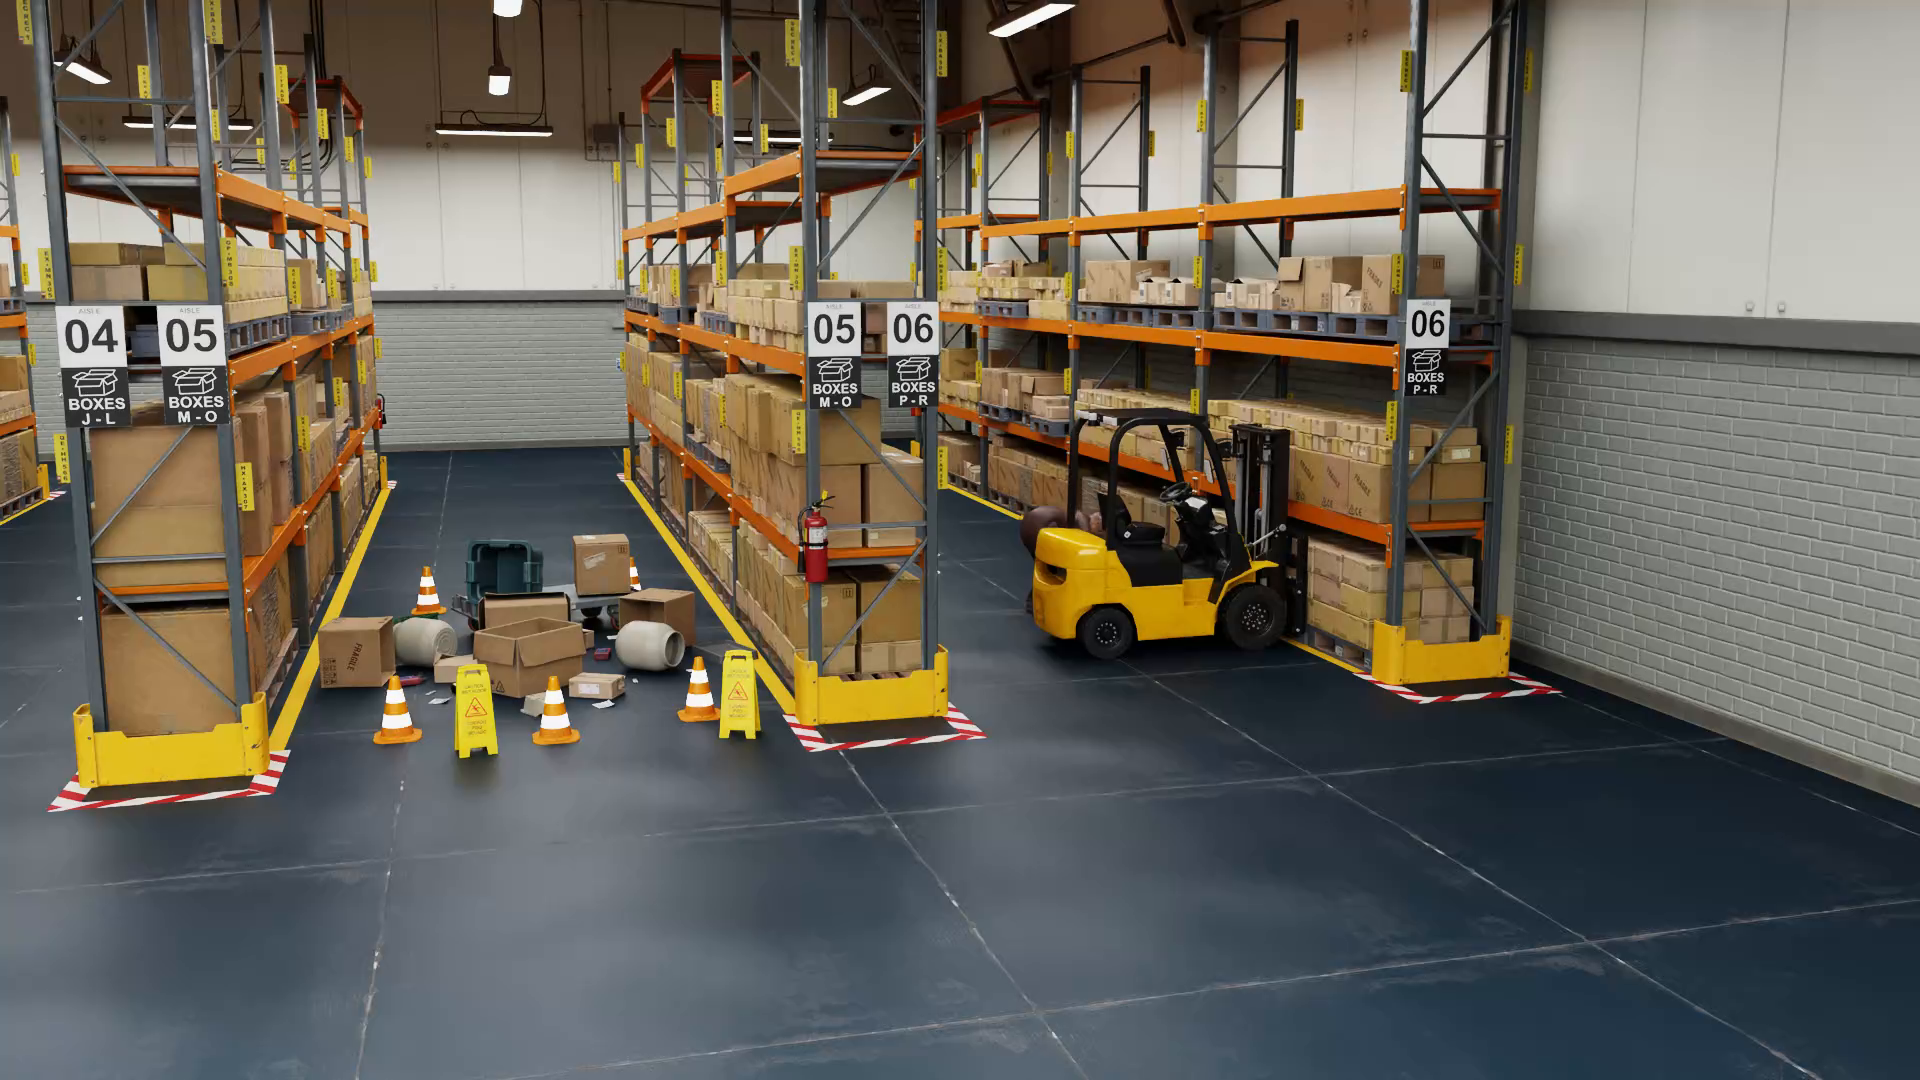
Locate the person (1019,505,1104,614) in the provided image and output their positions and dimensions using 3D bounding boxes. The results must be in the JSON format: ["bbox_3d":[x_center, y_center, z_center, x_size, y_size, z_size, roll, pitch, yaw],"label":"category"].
[{"bbox_3d":[1.067,0.187,16.884,0.951,1.101,0.576,-3,10,-18],"label":"person"}]
